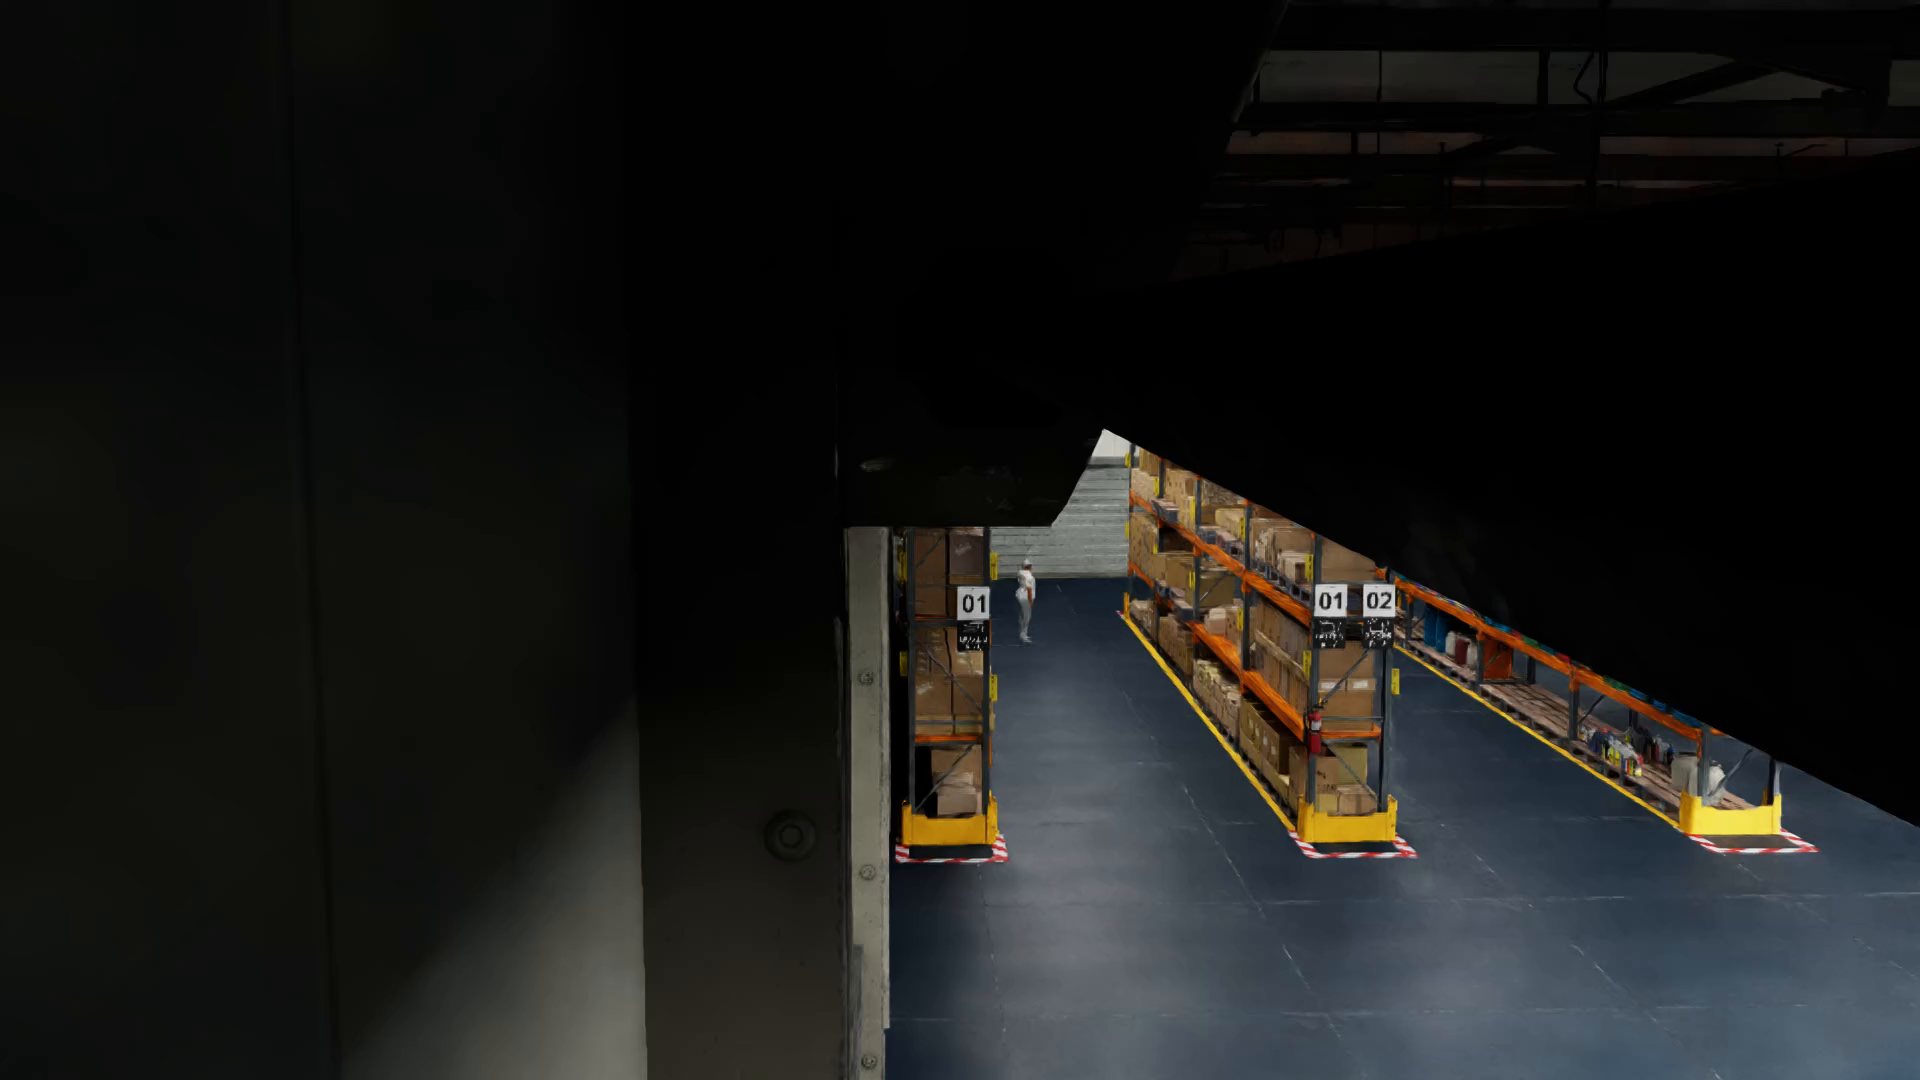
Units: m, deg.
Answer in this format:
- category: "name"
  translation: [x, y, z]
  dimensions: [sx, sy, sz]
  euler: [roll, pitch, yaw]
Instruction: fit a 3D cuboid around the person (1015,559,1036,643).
- category: "person"
  translation: [1.333, 1.211, 33.494]
  dimensions: [0.388, 1.675, 0.566]
  euler: [-2, 8, -16]
